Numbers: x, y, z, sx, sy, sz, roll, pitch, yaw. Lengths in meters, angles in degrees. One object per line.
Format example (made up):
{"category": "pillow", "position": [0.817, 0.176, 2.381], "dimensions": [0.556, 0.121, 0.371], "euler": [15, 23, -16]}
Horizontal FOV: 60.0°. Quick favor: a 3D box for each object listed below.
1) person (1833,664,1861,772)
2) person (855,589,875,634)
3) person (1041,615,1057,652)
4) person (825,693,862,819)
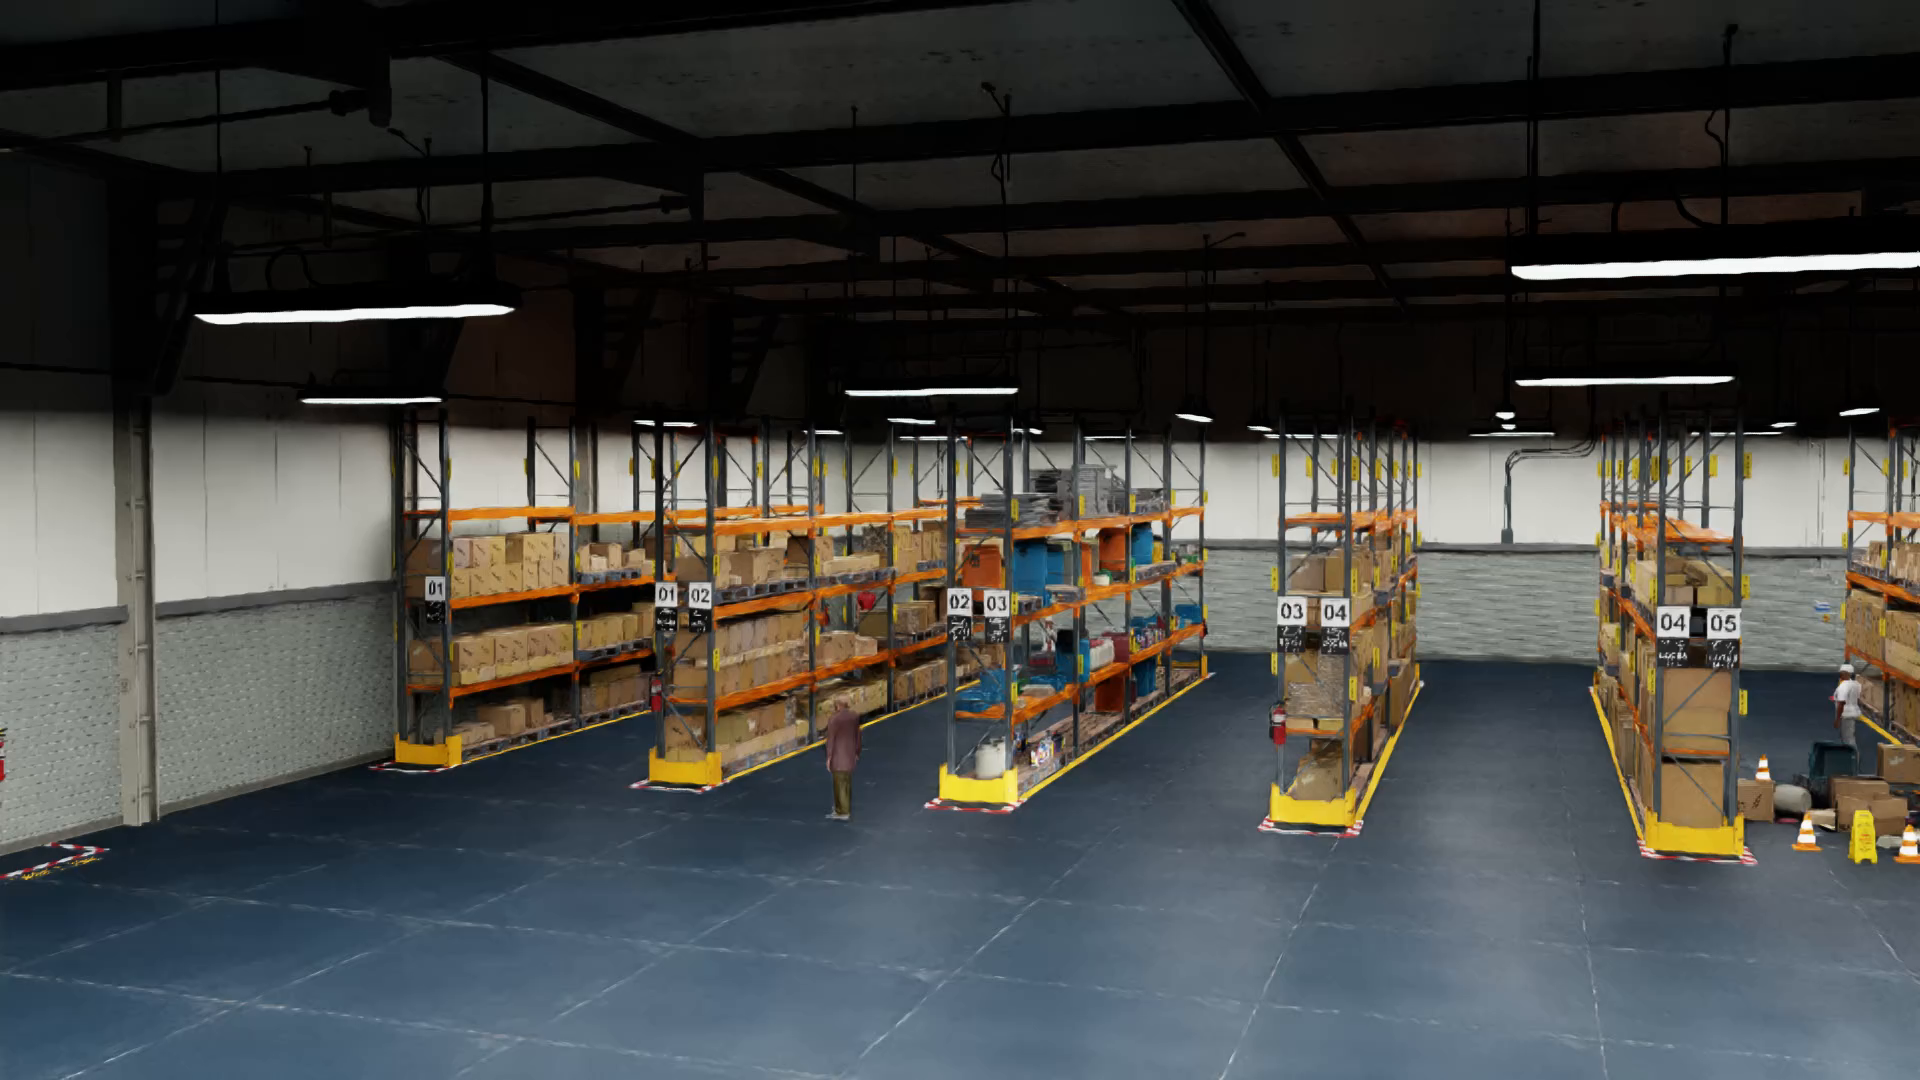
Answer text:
{"category": "person", "position": [14.642, 2.923, 27.528], "dimensions": [0.673, 1.763, 0.580], "euler": [-2, 3, -45]}
{"category": "person", "position": [-2.791, 2.098, 47.718], "dimensions": [0.728, 1.719, 0.510], "euler": [-1, 3, -21]}
{"category": "person", "position": [1.952, 2.533, 36.774], "dimensions": [0.444, 1.781, 0.604], "euler": [0, 2, -8]}
{"category": "person", "position": [-1.696, 3.082, 23.886], "dimensions": [0.685, 1.764, 0.609], "euler": [-2, 3, -44]}
